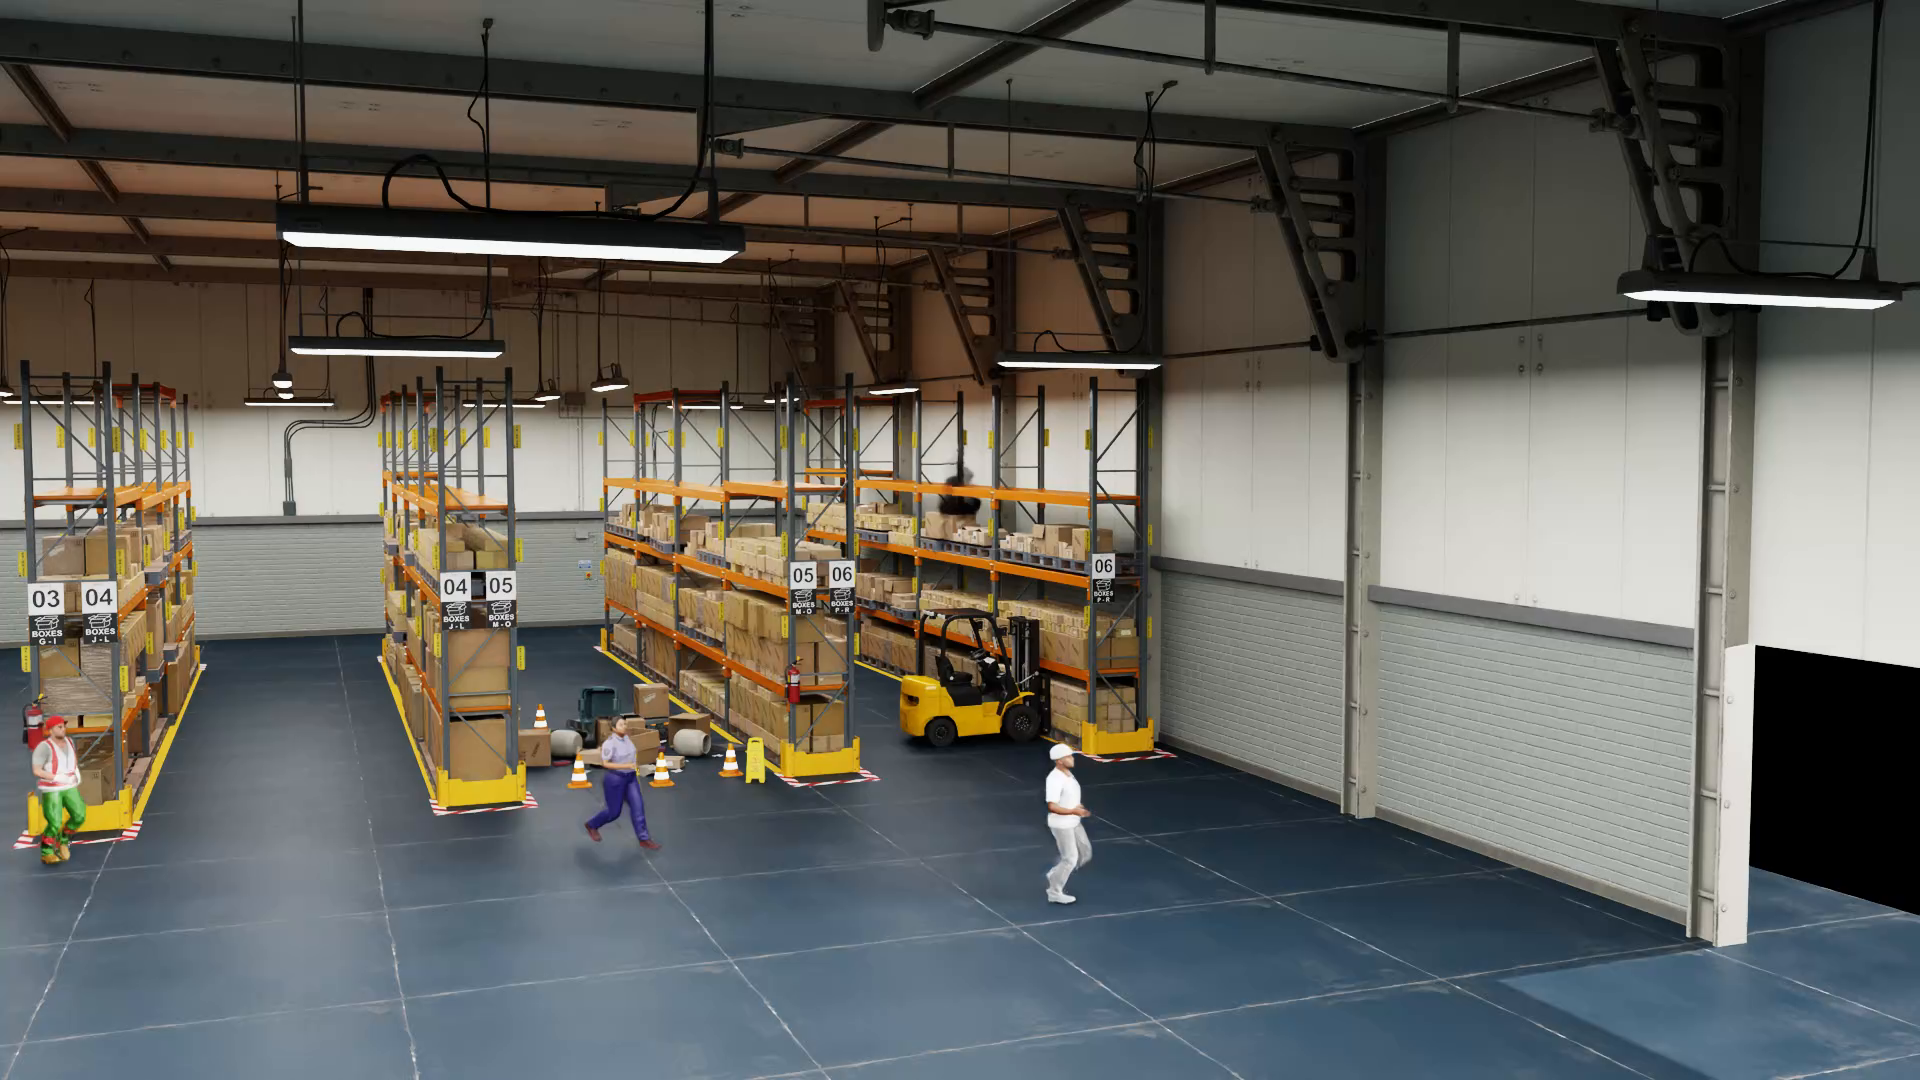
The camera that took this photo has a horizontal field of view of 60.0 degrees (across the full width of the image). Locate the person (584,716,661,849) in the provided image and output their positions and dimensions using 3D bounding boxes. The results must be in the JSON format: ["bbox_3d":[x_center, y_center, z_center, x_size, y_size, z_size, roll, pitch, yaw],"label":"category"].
[{"bbox_3d":[-4.114,2.946,20.282,1.021,1.608,0.619,2,4,28],"label":"person"}]

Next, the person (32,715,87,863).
[{"bbox_3d":[-10.569,2.936,19.603,0.638,1.757,0.691,1,4,22],"label":"person"}]

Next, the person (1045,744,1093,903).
[{"bbox_3d":[1.184,3.043,17.914,0.582,1.704,0.688,1,4,21],"label":"person"}]
